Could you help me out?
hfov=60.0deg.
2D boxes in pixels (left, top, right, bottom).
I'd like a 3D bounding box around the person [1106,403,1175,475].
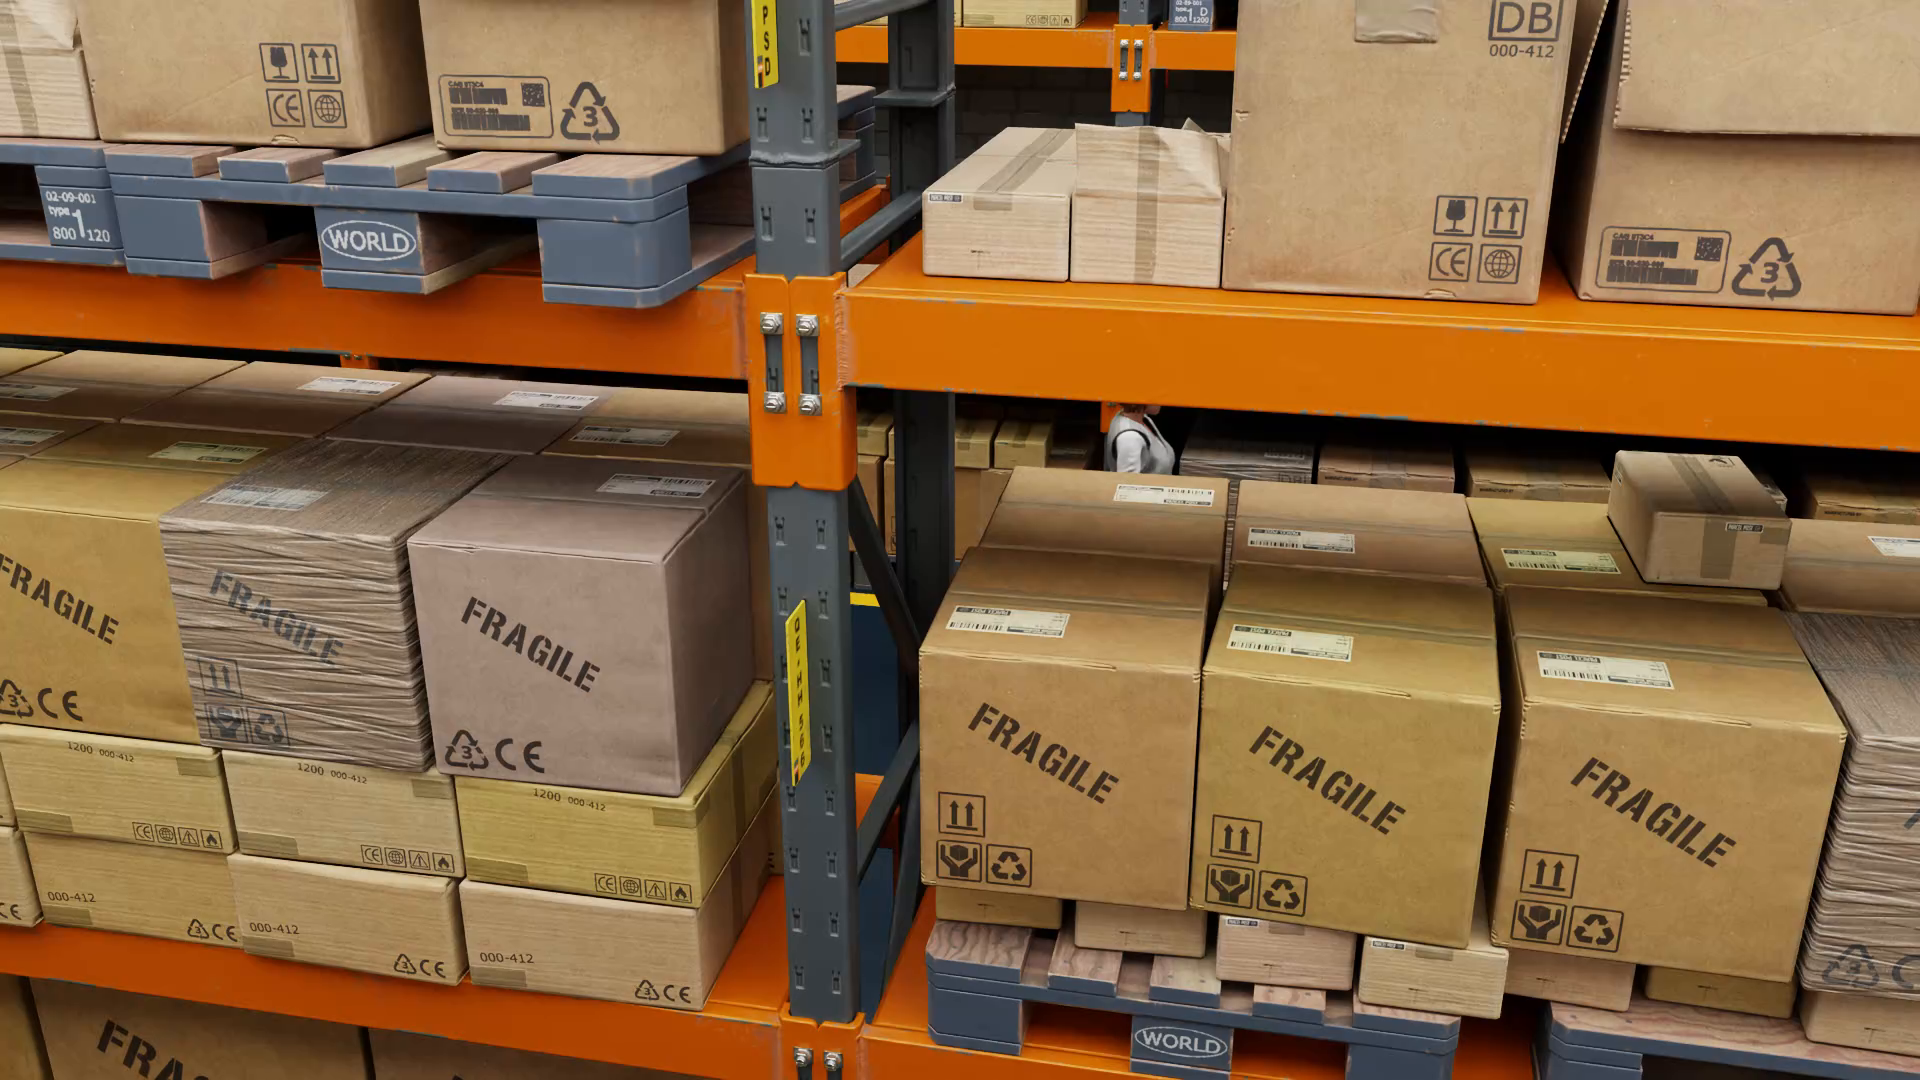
[{"bbox_3d":[0.746,0.008,7.101,0.305,1.600,0.407,3,22,8],"label":"person"}]
